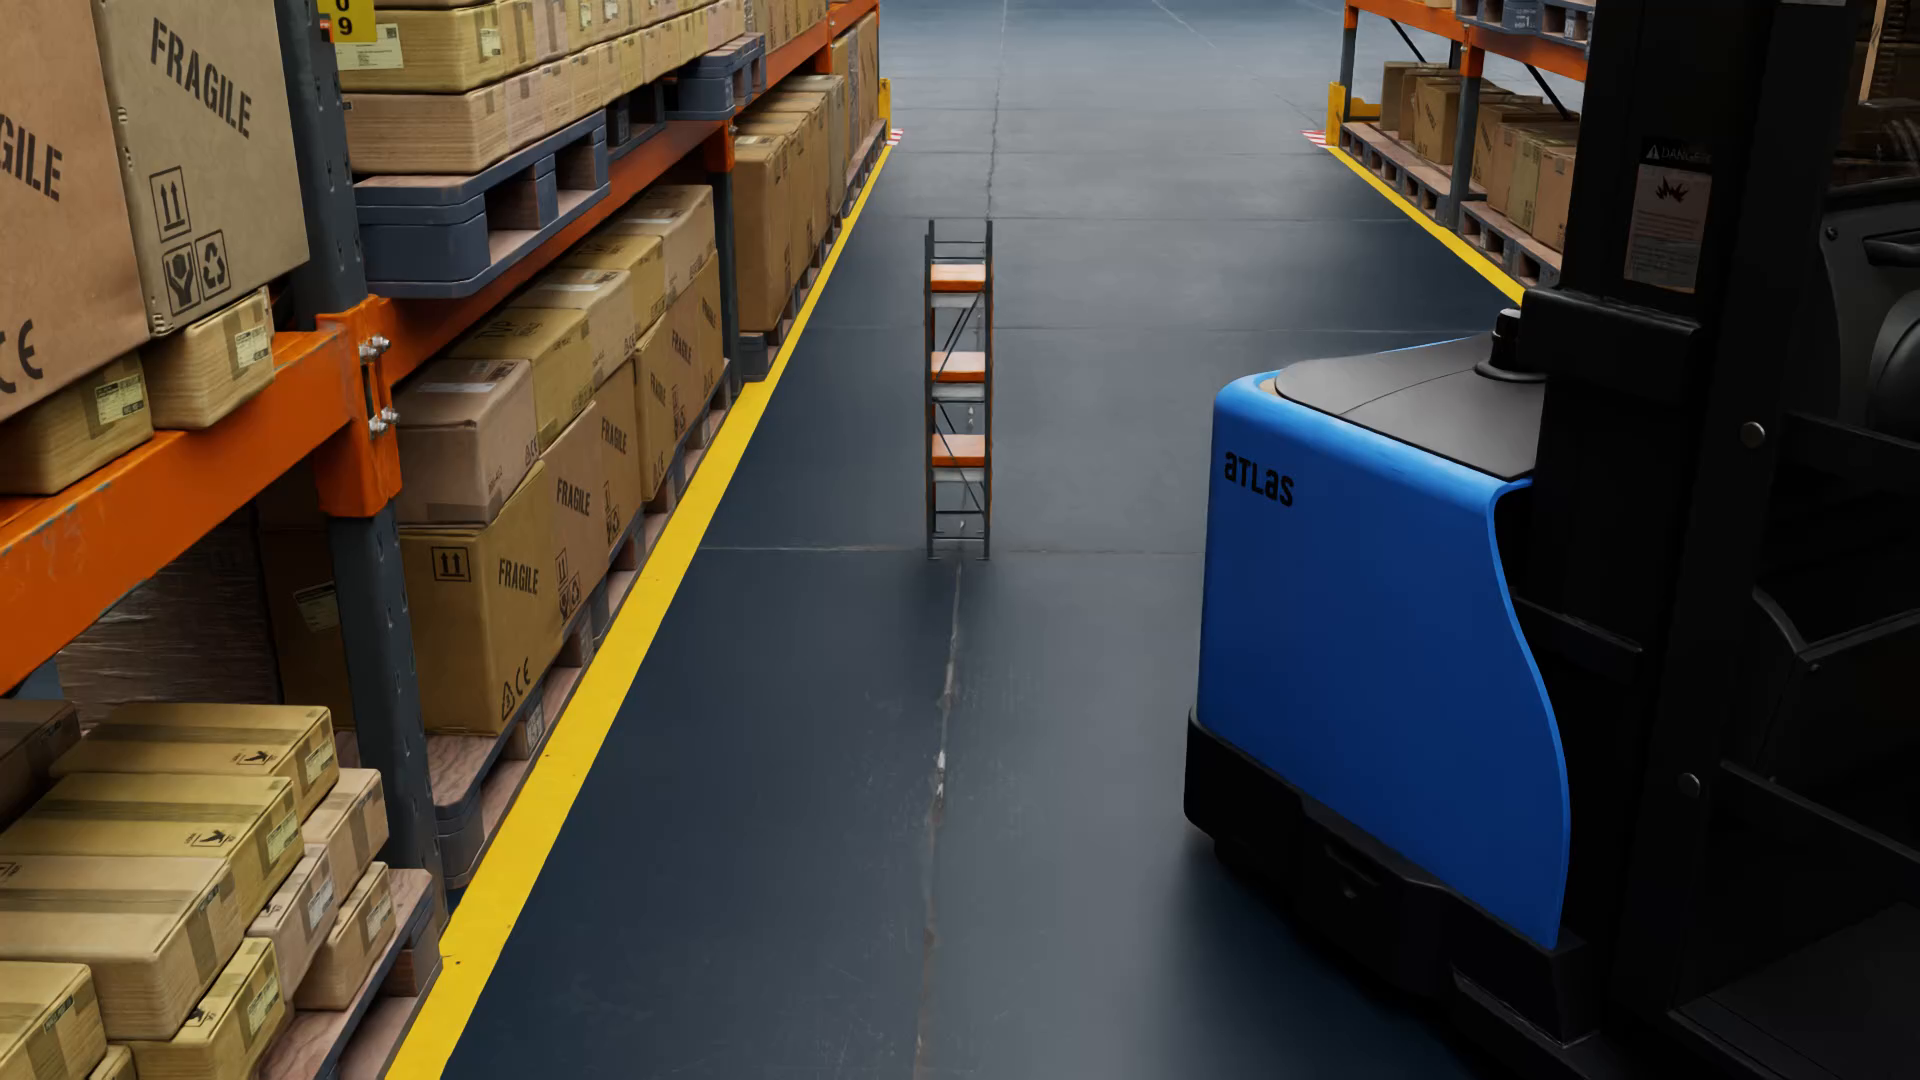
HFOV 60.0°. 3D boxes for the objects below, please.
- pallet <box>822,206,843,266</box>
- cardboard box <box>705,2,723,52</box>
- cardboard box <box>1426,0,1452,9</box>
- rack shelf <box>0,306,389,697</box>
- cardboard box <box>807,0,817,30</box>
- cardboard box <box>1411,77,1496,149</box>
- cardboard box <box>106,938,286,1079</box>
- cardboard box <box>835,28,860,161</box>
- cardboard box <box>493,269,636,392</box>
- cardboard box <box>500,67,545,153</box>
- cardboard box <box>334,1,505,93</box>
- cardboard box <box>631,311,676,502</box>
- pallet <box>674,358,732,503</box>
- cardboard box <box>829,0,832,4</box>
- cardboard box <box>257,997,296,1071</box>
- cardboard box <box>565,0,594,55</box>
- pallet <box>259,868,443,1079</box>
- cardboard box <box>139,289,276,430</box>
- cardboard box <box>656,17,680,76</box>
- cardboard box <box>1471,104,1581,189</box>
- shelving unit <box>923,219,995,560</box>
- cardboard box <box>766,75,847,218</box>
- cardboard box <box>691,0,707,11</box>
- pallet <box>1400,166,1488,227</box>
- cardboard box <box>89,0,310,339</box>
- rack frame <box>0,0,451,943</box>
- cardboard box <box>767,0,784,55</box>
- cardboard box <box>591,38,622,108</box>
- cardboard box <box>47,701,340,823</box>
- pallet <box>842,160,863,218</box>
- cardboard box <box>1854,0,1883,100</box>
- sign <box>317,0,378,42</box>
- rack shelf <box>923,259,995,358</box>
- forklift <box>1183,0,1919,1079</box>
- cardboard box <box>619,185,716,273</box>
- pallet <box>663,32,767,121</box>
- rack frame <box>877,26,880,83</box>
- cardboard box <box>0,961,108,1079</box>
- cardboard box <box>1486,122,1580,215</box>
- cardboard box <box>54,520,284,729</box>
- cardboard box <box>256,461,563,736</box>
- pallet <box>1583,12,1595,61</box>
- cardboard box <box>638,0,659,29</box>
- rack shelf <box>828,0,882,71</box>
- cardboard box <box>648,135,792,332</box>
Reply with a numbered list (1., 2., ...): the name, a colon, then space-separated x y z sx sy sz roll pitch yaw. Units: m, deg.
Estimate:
1. pallet: -1.271 -1.897 10.126 1.003 0.211 1.213 1 21 2
2. cardboard box: -1.017 -1.743 5.641 0.380 0.149 0.250 1 21 3
3. cardboard box: 3.325 -3.621 11.062 0.380 0.149 0.250 1 21 2
4. rack shelf: -1.627 0.474 1.154 1.077 0.370 4.000 1 21 2
5. cardboard box: -1.087 -3.149 9.360 0.500 0.500 0.500 0 21 1
6. cardboard box: 3.696 -3.194 12.489 0.500 0.500 0.500 3 21 7
7. cardboard box: -1.244 0.723 2.468 0.380 0.149 0.250 0 21 0
8. cardboard box: -1.210 -3.235 12.075 0.875 0.875 0.875 1 21 2
9. cardboard box: -1.246 -0.605 4.781 0.500 0.250 0.500 1 21 4
10. cardboard box: -1.092 -0.901 3.470 0.380 0.149 0.250 1 21 2
11. cardboard box: -1.095 -0.939 3.157 0.380 0.149 0.250 1 21 2
12. cardboard box: -1.223 -0.441 5.394 0.500 0.500 0.500 0 21 -1
13. pallet: -1.470 -0.448 6.391 1.003 0.211 1.213 1 21 2
14. cardboard box: -1.330 -3.879 11.173 0.875 0.550 0.550 1 21 2
15. cardboard box: -1.329 0.788 2.713 0.380 0.149 0.250 1 21 3
16. cardboard box: -1.074 -1.220 3.882 0.380 0.149 0.250 0 21 -1
17. pallet: -1.551 0.959 2.765 1.003 0.211 1.213 1 21 2
18. cardboard box: -1.240 -0.267 2.417 0.380 0.149 0.250 0 21 0
19. cardboard box: -1.044 -1.462 4.917 0.380 0.149 0.250 1 21 3
20. cardboard box: 3.684 -2.560 10.856 0.500 0.500 0.500 0 21 0
21. shelving unit: -0.002 -0.470 5.289 0.215 1.050 0.252 1 21 2
22. cardboard box: -1.252 -2.398 10.093 1.050 0.750 0.750 1 21 1
23. cardboard box: -1.024 -1.782 5.330 0.380 0.149 0.250 1 21 2
24. pallet: 3.617 -2.329 11.239 1.003 0.211 1.213 1 21 2
25. cardboard box: -1.299 -0.591 2.357 0.500 0.500 0.500 1 21 2
26. rack frame: -1.566 -0.584 2.888 1.000 3.000 0.127 1 21 2
27. cardboard box: -1.133 -2.603 7.952 0.500 0.500 0.500 1 21 2
28. cardboard box: -1.064 -1.174 4.174 0.380 0.149 0.250 0 21 -1
29. cardboard box: -1.317 0.403 2.881 0.380 0.149 0.250 1 21 3
30. pallet: -1.222 -2.451 11.553 1.003 0.211 1.213 1 21 2
31. cardboard box: 3.210 -1.627 5.436 0.500 0.500 0.500 0 21 0
32. sign: -1.024 -0.985 2.723 0.100 0.325 0.005 1 21 2
33. rack shelf: -0.002 -0.725 5.190 0.215 0.259 0.240 1 21 2
34. forklift: 1.681 -0.323 2.309 1.130 2.935 3.031 -12 24 -28
35. cardboard box: -1.203 -1.160 6.211 0.500 0.250 0.500 0 21 0
36. pallet: -1.360 -1.682 5.983 1.213 0.211 1.003 1 21 2
37. rack frame: -1.201 -4.923 14.070 1.000 3.000 0.127 1 21 2
38. cardboard box: -1.371 0.679 2.170 0.380 0.149 0.250 1 21 3
39. cardboard box: 3.591 -2.204 9.909 0.700 0.500 0.500 -1 21 -3
40. cardboard box: -1.796 0.115 3.961 0.500 0.500 0.500 0 21 1
41. cardboard box: -1.279 0.121 3.945 0.500 0.500 0.500 1 21 4
42. pallet: 3.425 -2.109 7.082 1.213 0.211 1.003 1 21 2
43. cardboard box: -1.049 -1.504 4.615 0.380 0.149 0.250 0 21 1
44. rack shelf: -1.262 -3.864 12.336 1.077 0.370 4.000 1 21 2
45. cardboard box: -1.336 -1.397 7.511 1.050 0.750 0.750 0 21 1
